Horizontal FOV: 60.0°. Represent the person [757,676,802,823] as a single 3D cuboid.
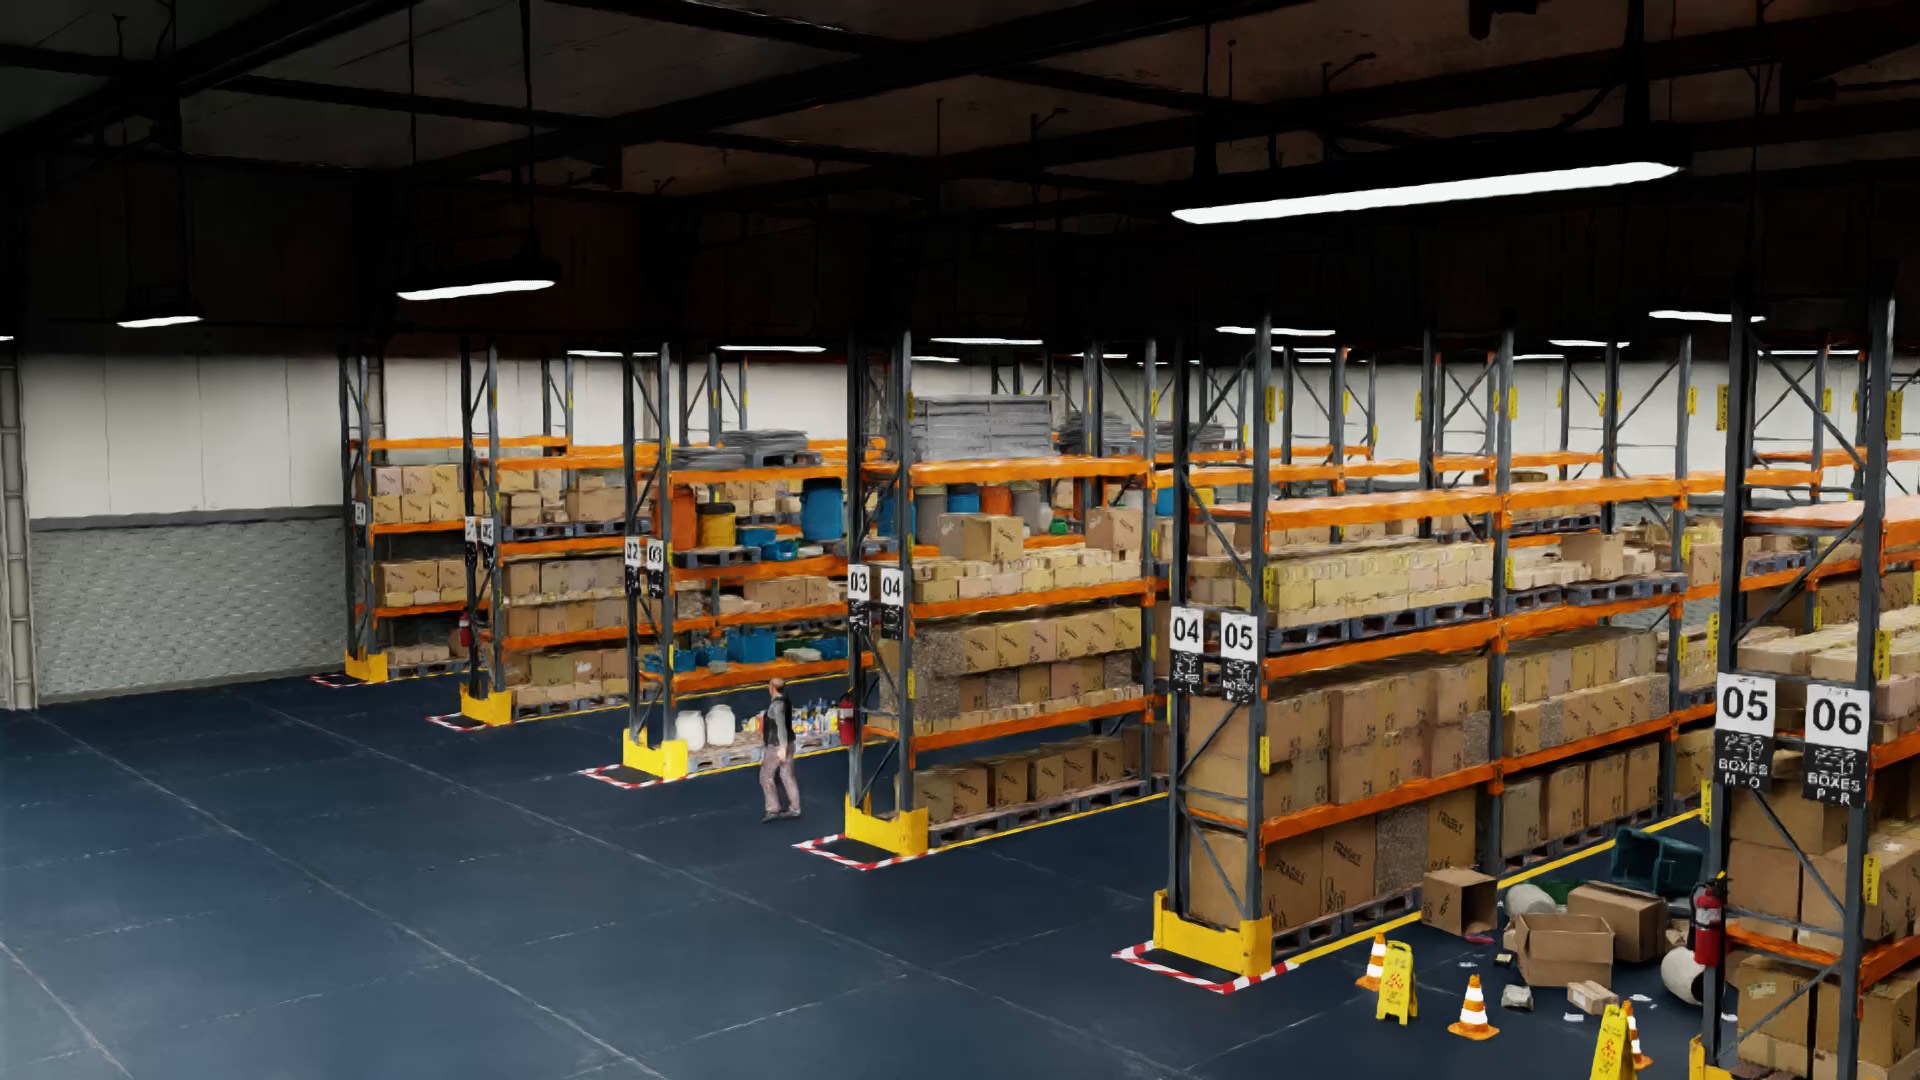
[{"bbox_3d":[-2.147,2.516,20.115,0.500,1.729,0.638,1,5,14],"label":"person"}]
